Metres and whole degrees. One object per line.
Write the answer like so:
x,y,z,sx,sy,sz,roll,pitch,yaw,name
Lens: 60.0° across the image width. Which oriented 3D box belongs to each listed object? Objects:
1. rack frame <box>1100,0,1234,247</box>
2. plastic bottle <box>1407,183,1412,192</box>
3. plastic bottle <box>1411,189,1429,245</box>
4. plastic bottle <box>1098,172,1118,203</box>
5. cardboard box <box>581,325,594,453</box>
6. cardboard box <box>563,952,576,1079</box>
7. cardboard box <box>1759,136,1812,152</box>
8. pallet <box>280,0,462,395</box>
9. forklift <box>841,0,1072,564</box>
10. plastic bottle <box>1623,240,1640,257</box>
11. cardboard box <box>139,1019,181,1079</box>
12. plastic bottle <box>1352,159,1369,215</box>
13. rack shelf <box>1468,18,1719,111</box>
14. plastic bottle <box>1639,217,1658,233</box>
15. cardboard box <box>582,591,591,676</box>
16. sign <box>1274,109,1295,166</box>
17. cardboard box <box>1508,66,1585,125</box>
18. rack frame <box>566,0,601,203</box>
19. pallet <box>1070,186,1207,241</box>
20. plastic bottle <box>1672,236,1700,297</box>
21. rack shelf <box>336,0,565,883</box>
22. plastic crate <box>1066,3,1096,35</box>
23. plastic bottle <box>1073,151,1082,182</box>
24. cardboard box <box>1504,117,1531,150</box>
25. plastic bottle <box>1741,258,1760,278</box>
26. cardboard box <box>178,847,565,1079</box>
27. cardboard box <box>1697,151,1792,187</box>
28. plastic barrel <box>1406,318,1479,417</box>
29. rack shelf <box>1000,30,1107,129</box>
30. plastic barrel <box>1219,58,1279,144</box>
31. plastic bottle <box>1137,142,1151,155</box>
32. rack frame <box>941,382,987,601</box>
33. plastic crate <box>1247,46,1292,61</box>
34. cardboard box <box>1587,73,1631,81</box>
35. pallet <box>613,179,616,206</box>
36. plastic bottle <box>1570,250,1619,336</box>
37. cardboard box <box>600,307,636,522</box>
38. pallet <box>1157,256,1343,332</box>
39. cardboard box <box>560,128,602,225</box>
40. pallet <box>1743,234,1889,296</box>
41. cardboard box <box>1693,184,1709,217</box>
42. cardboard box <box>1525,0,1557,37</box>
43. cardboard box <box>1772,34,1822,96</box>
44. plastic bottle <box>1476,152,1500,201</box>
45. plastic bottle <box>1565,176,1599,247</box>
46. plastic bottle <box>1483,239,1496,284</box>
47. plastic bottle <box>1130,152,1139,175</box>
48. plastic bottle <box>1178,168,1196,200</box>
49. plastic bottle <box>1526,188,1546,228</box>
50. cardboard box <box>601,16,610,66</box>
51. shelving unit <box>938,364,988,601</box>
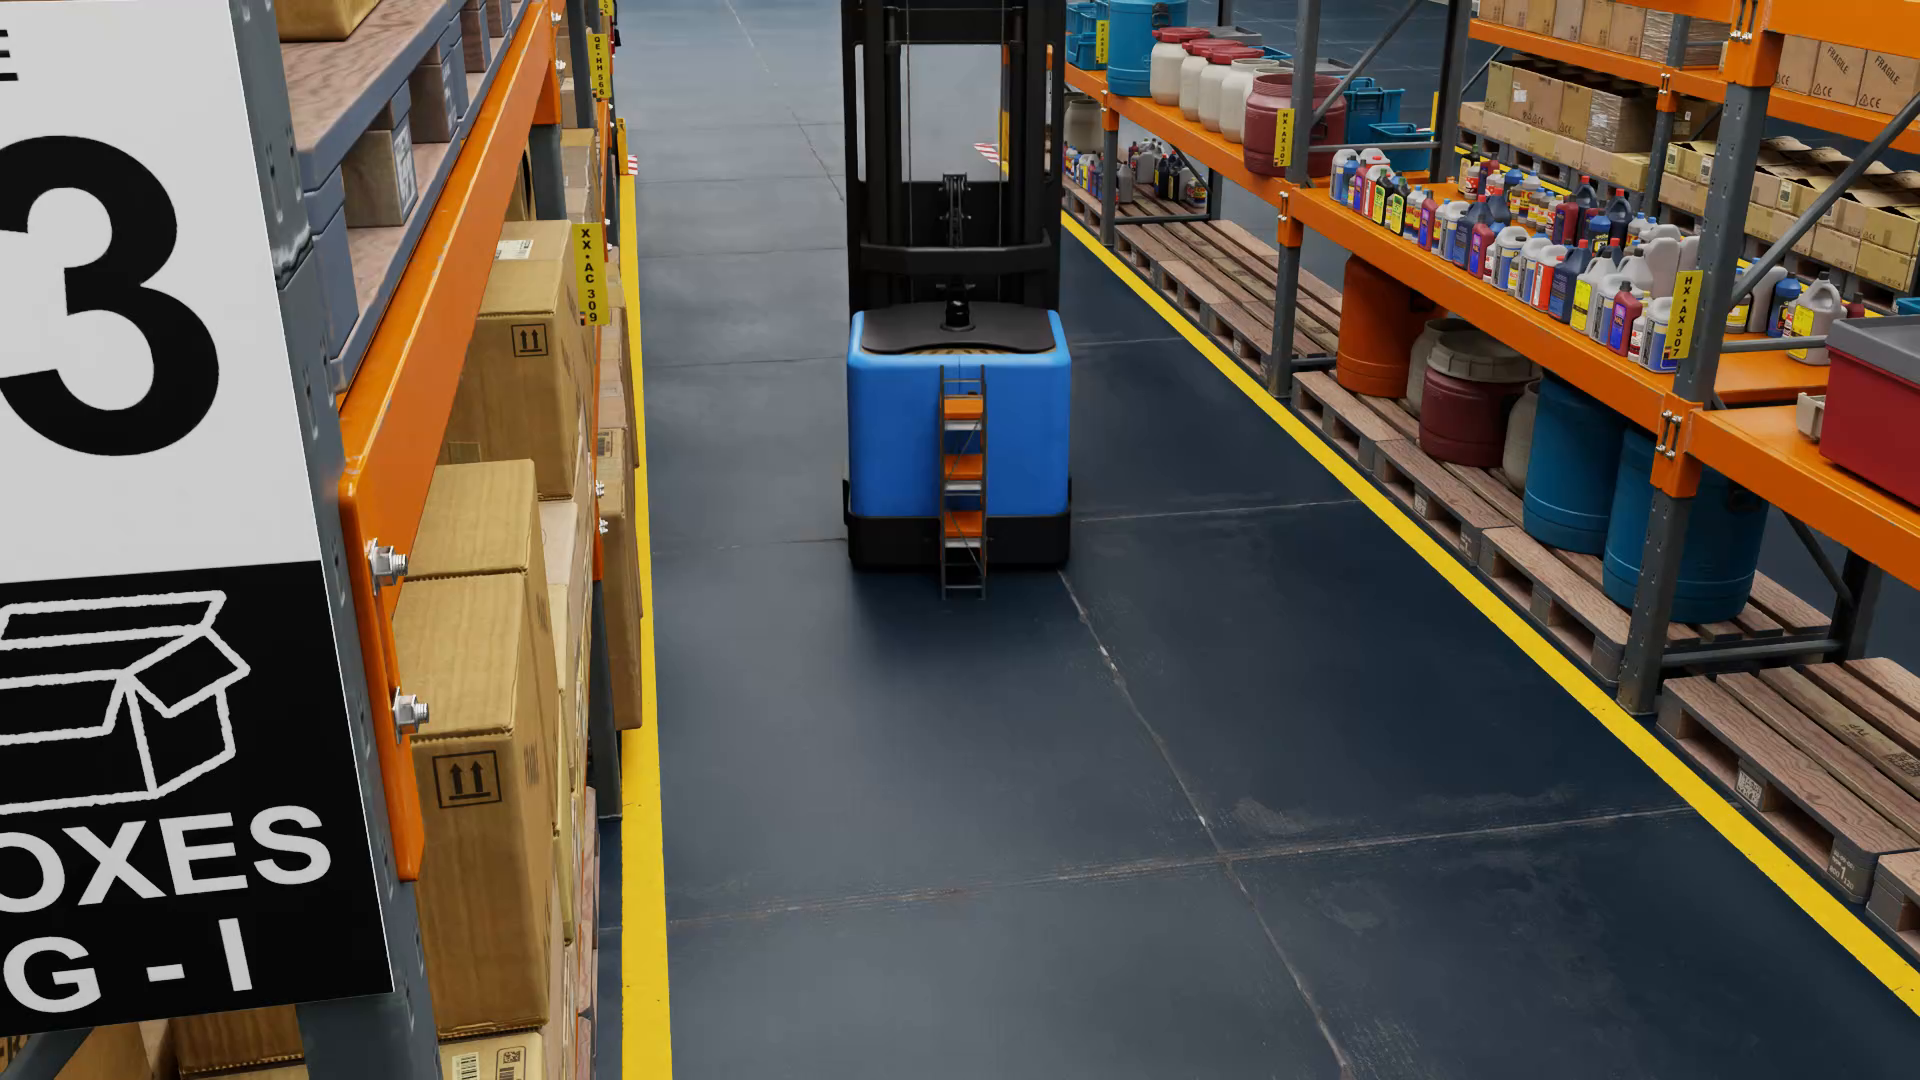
1.677,-3.873,13.370,1.000,3.000,0.127,-4,24,-10,rack frame
2.384,-1.849,8.985,0.097,0.201,0.097,0,24,0,plastic bottle
2.345,-1.636,8.408,0.097,0.271,0.097,0,24,0,plastic bottle
1.275,-3.093,14.344,0.144,0.351,0.185,-5,24,-11,plastic bottle
-1.550,-0.605,5.763,0.500,0.500,0.500,-4,24,-10,cardboard box
-0.859,0.861,2.846,0.380,0.149,0.250,-5,24,-11,cardboard box
6.903,-3.290,14.244,0.500,0.311,0.500,-4,24,-10,cardboard box
-1.119,-0.412,1.808,1.003,0.211,1.213,-4,24,-10,pallet
-0.037,-1.771,8.644,1.130,2.935,3.031,-1,24,-1,forklift
3.112,-1.285,7.692,0.097,0.201,0.097,0,24,0,plastic bottle
-1.415,0.775,2.543,0.500,0.250,0.500,-5,24,-11,cardboard box
2.195,-1.920,9.043,0.061,0.283,0.133,-4,24,-10,plastic bottle
6.176,-4.695,16.152,1.077,0.370,4.000,-4,24,-10,rack shelf
3.237,-1.381,7.825,0.097,0.271,0.097,0,24,0,plastic bottle
-1.142,0.256,4.231,0.380,0.149,0.250,-4,24,-9,cardboard box
1.878,-2.331,9.636,0.100,0.325,0.005,-4,24,-10,sign
5.886,-4.468,16.706,0.500,0.500,0.500,-4,24,-10,cardboard box
-2.451,-1.933,8.929,1.000,3.000,0.127,-4,24,-10,rack frame
1.594,-2.863,14.540,1.003,0.211,1.213,-4,24,-10,pallet
3.274,-1.244,7.506,0.152,0.276,0.135,-4,24,-10,plastic bottle
-1.341,-0.618,3.069,1.077,0.370,4.000,-4,24,-10,rack shelf
1.324,-5.204,16.603,0.499,0.251,0.616,-4,24,-10,plastic crate
1.086,-3.408,15.164,0.097,0.271,0.097,0,24,0,plastic bottle
5.875,-4.124,16.854,0.500,0.250,0.500,-4,24,-10,cardboard box
3.383,-1.069,7.111,0.097,0.271,0.097,0,24,0,plastic bottle
-0.897,0.733,2.639,0.500,0.250,0.500,-5,24,-10,cardboard box
6.465,-3.049,13.694,0.500,0.311,0.500,-5,24,-10,cardboard box
2.716,-0.946,9.251,0.421,0.512,0.421,0,24,0,plastic barrel
1.307,-4.330,15.316,1.077,0.370,4.000,-4,24,-10,rack shelf
1.939,-2.906,11.015,0.421,0.512,0.421,0,24,0,plastic barrel
1.728,-3.609,15.619,0.152,0.276,0.135,-4,24,-9,plastic bottle
0.016,-0.203,7.402,0.200,1.050,0.008,-1,24,-1,rack frame
2.187,-3.455,12.433,0.392,0.384,0.575,-4,24,-10,plastic crate
6.488,-4.310,16.344,0.500,0.500,0.500,-4,24,-10,cardboard box
-3.578,-2.971,14.789,1.003,0.211,1.213,-4,24,-10,pallet
2.665,-1.041,6.948,0.144,0.351,0.185,-4,24,-10,plastic bottle
-2.186,-0.528,7.841,1.225,0.875,0.875,-4,24,-10,cardboard box
2.090,-1.808,12.127,1.003,0.211,1.213,-4,24,-10,pallet
-2.116,-1.803,8.506,0.500,0.500,0.500,-4,24,-8,cardboard box
6.949,-2.193,13.007,1.003,0.211,1.213,-4,24,-10,pallet
6.470,-2.793,13.807,0.500,0.250,0.500,-4,24,-8,cardboard box
6.068,-5.271,16.446,0.700,0.500,0.500,-4,24,-9,cardboard box
6.769,-3.774,13.018,0.500,0.500,0.500,-3,24,-6,cardboard box
2.954,-2.028,9.292,0.061,0.283,0.133,-4,24,-10,plastic bottle
3.111,-1.634,8.306,0.144,0.351,0.185,-4,24,-10,plastic bottle
2.489,-1.296,7.719,0.097,0.201,0.097,0,24,0,plastic bottle
1.634,-3.504,15.471,0.097,0.201,0.097,0,24,0,plastic bottle
1.962,-3.110,14.475,0.152,0.276,0.135,-3,24,-8,plastic bottle
3.047,-1.752,8.763,0.097,0.201,0.097,0,24,0,plastic bottle
-3.271,-4.070,13.324,0.875,0.500,0.500,-4,24,-10,cardboard box
0.013,-0.251,7.514,0.215,1.050,0.252,-1,24,-1,shelving unit
